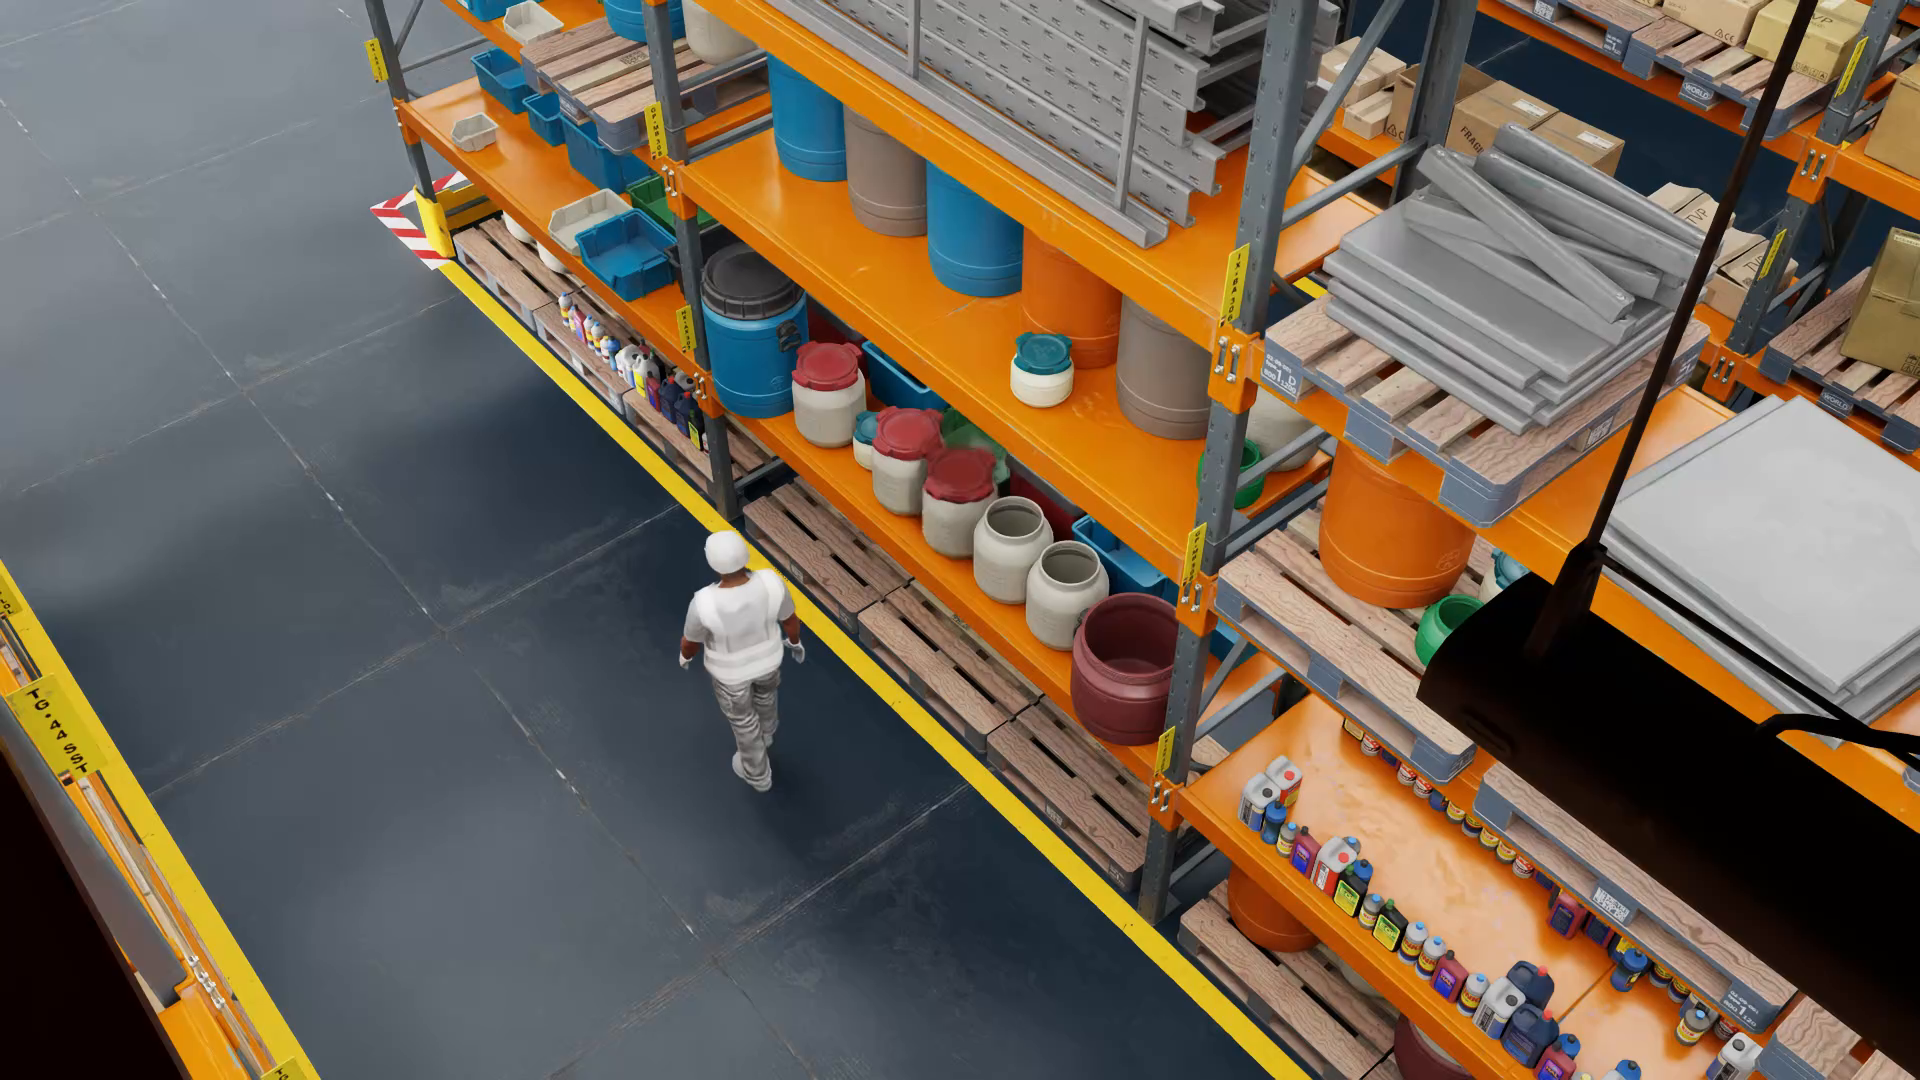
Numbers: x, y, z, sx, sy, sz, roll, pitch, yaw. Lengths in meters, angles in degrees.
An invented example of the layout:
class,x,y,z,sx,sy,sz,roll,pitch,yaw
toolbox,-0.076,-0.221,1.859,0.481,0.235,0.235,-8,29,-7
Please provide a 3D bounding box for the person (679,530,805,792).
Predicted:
class,x,y,z,sx,sy,sz,roll,pitch,yaw
person,-1.152,0.601,8.797,0.631,1.831,0.588,-20,50,-18
